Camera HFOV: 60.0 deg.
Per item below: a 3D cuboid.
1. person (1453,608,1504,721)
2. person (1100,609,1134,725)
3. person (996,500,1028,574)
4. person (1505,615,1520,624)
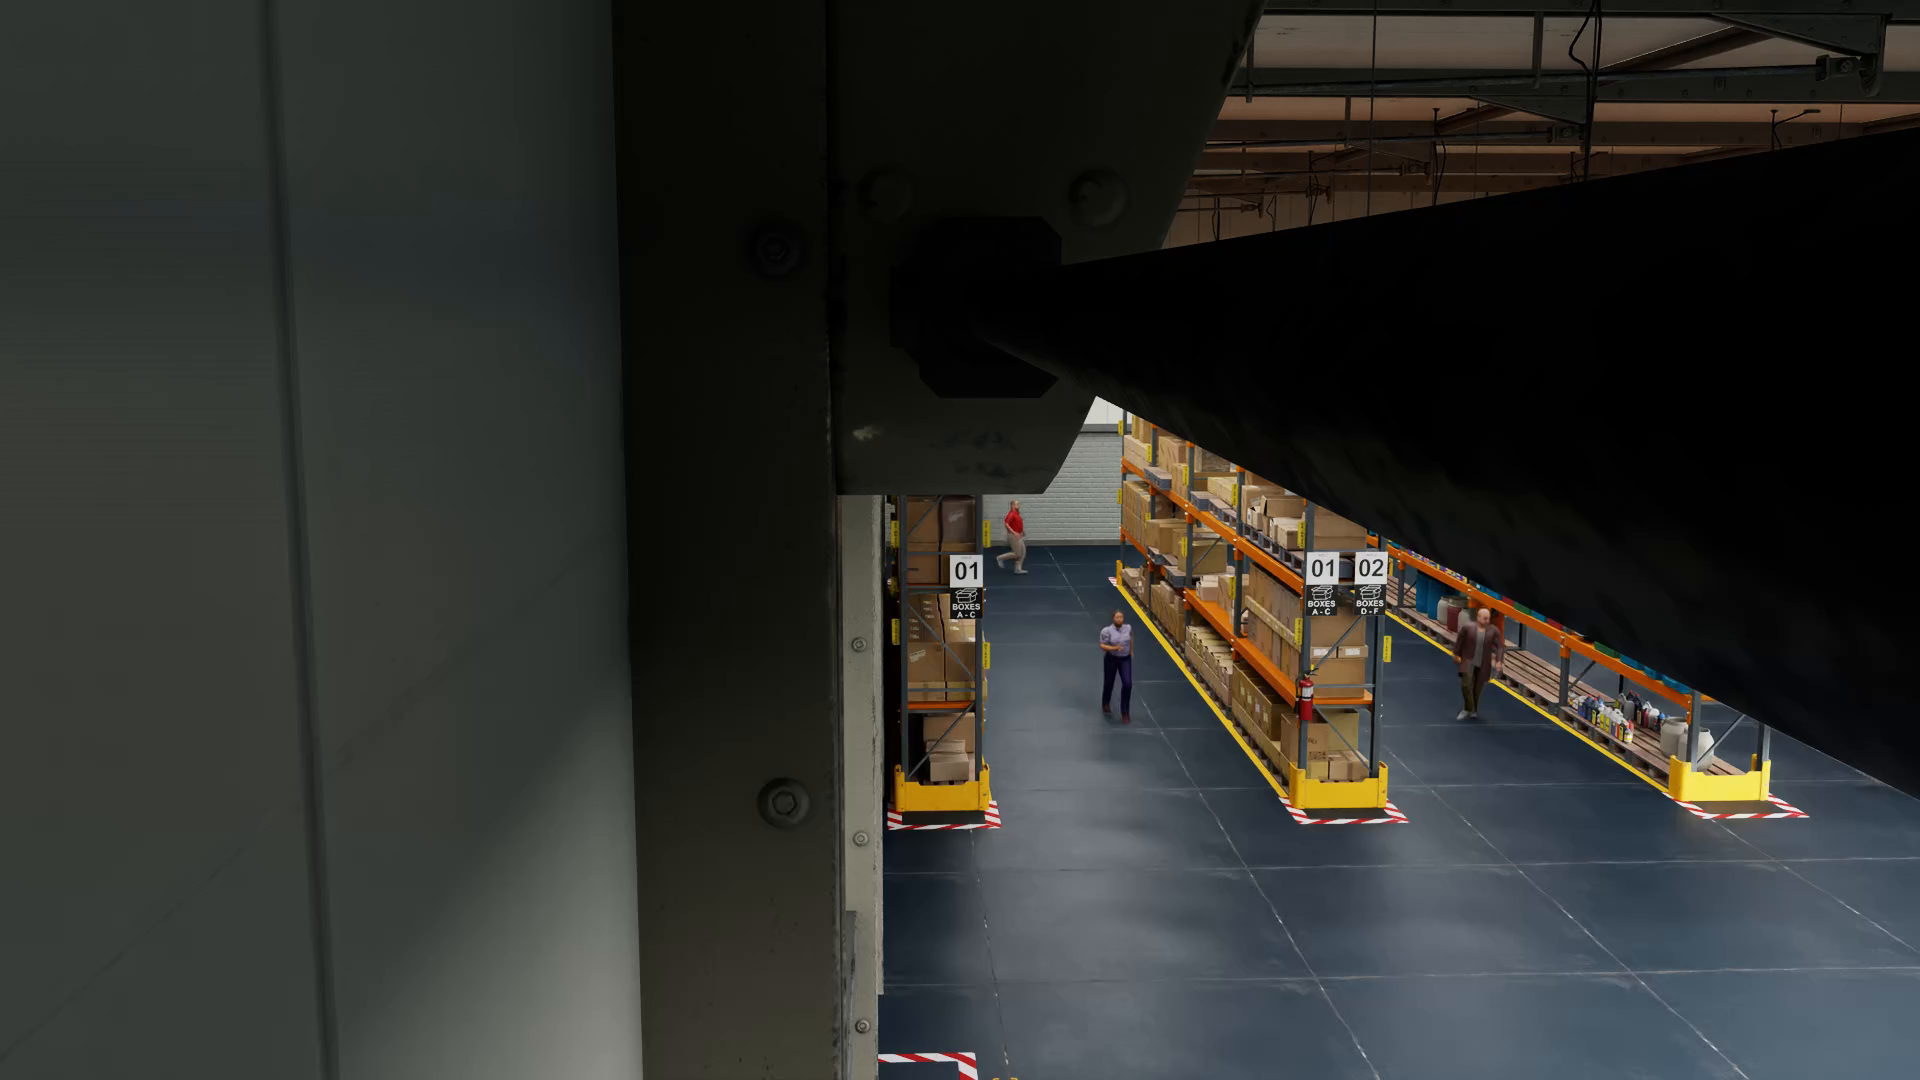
[{"bbox_3d":[7.693,1.831,24.696,0.696,1.718,0.809,2,9,10],"label":"person"},{"bbox_3d":[2.345,1.872,24.865,0.584,1.694,0.840,-1,9,-10],"label":"person"},{"bbox_3d":[1.204,-0.073,37.832,0.710,1.683,0.670,2,9,13],"label":"person"},{"bbox_3d":[10.749,0.758,32.187,0.592,1.746,0.830,-2,9,-11],"label":"person"}]
